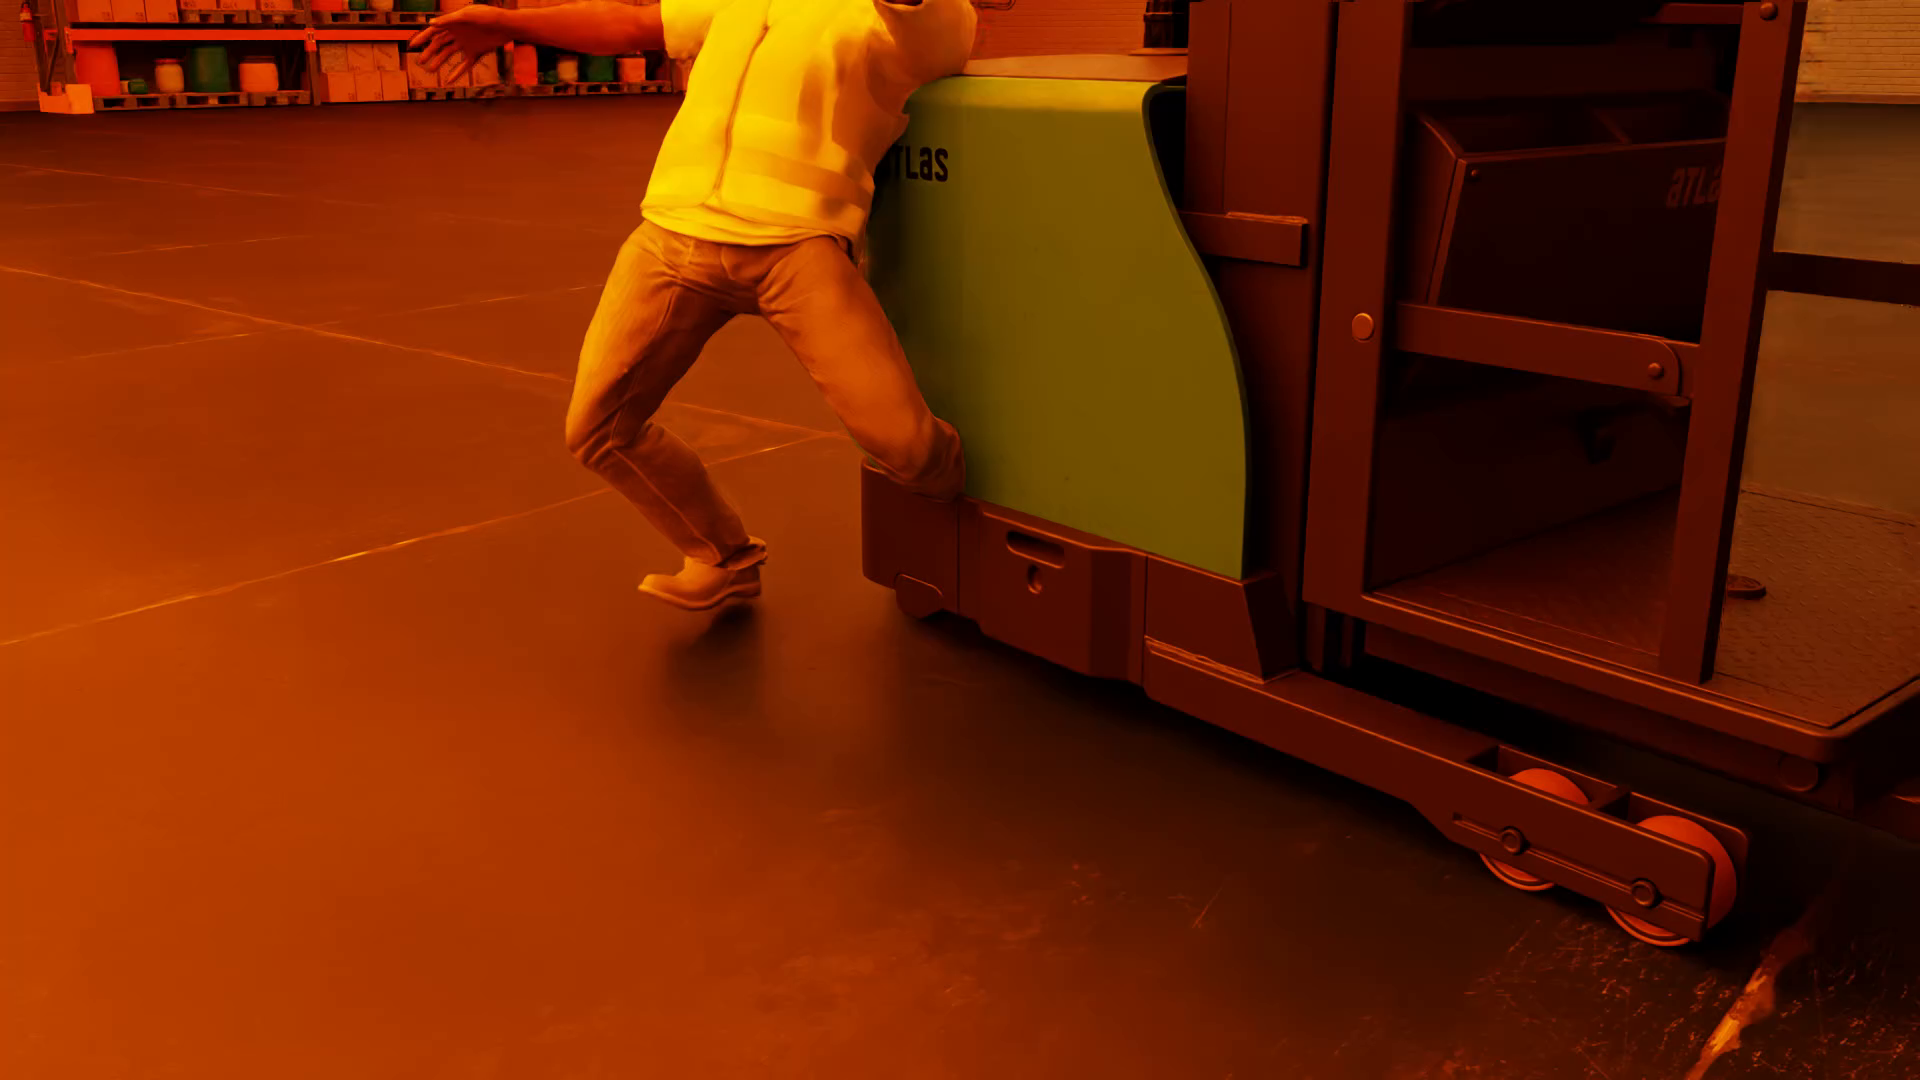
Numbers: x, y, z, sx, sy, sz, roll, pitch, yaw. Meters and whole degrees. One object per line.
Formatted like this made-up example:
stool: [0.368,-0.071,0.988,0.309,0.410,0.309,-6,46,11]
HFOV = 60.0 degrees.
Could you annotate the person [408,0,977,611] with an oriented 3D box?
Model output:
person: [-0.489,-0.594,3.200,1.118,1.523,0.738,6,18,19]

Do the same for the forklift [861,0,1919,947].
forklift: [1.132,-1.034,2.304,1.130,2.935,3.031,-14,22,-38]
